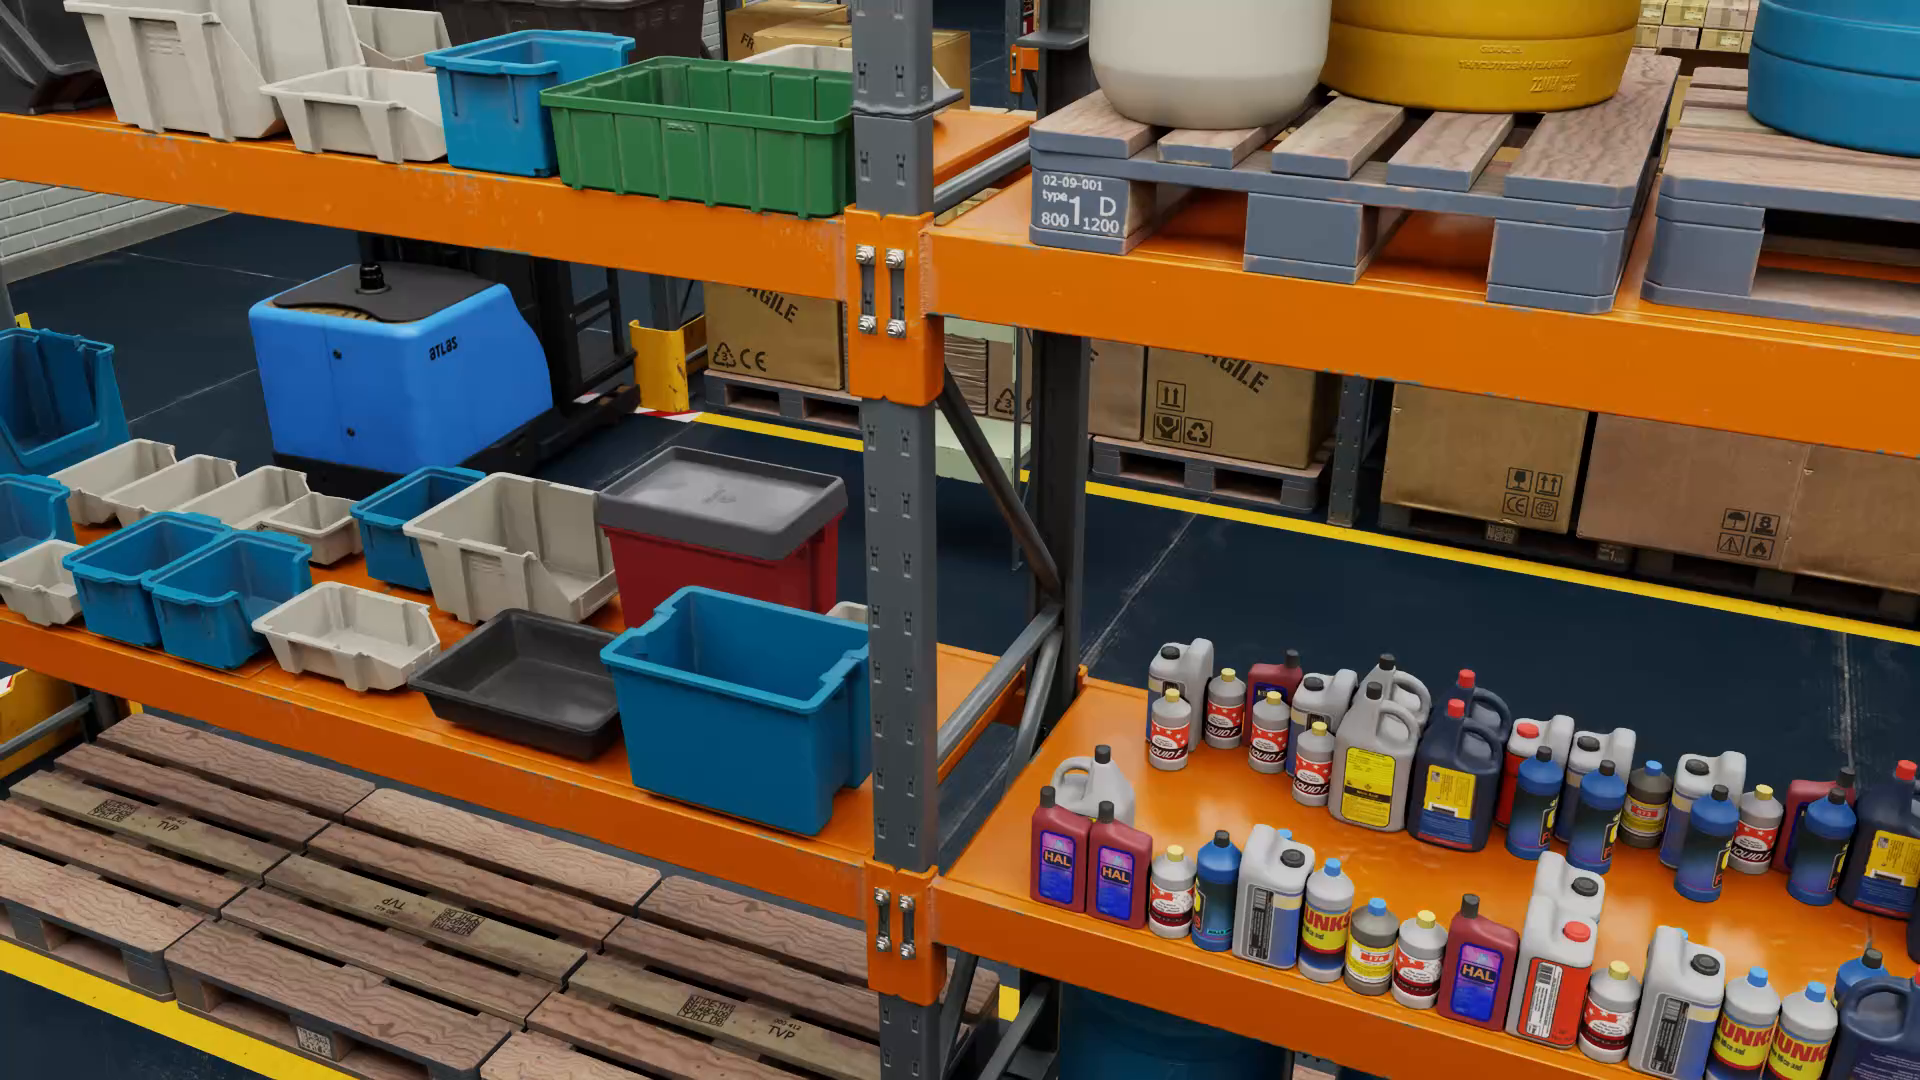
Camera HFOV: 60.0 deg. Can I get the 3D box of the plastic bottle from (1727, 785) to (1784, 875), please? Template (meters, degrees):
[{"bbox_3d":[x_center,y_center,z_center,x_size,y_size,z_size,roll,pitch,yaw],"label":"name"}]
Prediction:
[{"bbox_3d":[1.800,0.647,3.764,0.097,0.201,0.097,0,26,0],"label":"plastic bottle"}]

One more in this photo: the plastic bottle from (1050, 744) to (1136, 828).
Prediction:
[{"bbox_3d":[0.288,0.604,3.683,0.185,0.351,0.144,11,28,22],"label":"plastic bottle"}]

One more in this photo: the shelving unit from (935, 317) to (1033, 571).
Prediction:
[{"bbox_3d":[0.006,-0.672,7.916,0.755,1.500,0.431,11,28,22],"label":"shelving unit"}]

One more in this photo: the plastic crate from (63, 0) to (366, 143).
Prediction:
[{"bbox_3d":[-1.687,-1.115,3.856,0.530,0.282,0.437,11,28,22],"label":"plastic crate"}]

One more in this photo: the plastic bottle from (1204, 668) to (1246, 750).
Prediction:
[{"bbox_3d":[0.674,0.421,4.223,0.097,0.201,0.097,0,26,0],"label":"plastic bottle"}]

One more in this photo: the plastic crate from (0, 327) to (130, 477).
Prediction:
[{"bbox_3d":[-3.194,-0.408,5.575,0.499,0.435,0.616,11,28,22],"label":"plastic crate"}]

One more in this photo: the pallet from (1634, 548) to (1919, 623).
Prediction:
[{"bbox_3d":[3.963,-0.027,8.066,1.213,0.211,1.003,11,28,22],"label":"pallet"}]

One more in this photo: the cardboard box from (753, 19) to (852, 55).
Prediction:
[{"bbox_3d":[-0.746,-2.458,8.830,0.500,0.500,0.500,11,28,21],"label":"cardboard box"}]

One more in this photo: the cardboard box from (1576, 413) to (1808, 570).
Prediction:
[{"bbox_3d":[3.520,-0.575,7.951,0.875,0.875,1.225,10,28,20],"label":"cardboard box"}]

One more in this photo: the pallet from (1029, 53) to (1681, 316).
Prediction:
[{"bbox_3d":[0.819,-0.777,3.250,1.003,0.211,1.213,11,28,22],"label":"pallet"}]

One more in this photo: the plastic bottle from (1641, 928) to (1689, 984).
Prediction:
[{"bbox_3d":[1.417,0.865,3.322,0.097,0.201,0.097,0,26,0],"label":"plastic bottle"}]

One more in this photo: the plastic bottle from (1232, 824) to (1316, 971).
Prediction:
[{"bbox_3d":[0.662,0.740,3.491,0.135,0.276,0.152,11,28,22],"label":"plastic bottle"}]

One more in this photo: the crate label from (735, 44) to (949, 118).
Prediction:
[{"bbox_3d":[-0.261,-1.053,3.896,0.466,0.136,0.293,11,28,22],"label":"crate label"}]

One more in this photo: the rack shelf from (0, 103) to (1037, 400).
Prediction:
[{"bbox_3d":[-1.756,-1.009,4.321,4.000,0.370,1.077,11,28,22],"label":"rack shelf"}]

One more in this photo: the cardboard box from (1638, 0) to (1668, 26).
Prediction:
[{"bbox_3d":[4.685,-3.624,11.351,0.250,0.149,0.380,12,29,23],"label":"cardboard box"}]

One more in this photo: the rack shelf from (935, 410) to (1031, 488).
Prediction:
[{"bbox_3d":[0.006,-0.379,8.060,0.720,0.370,0.431,11,28,22],"label":"rack shelf"}]

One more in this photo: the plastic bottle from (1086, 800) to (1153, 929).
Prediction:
[{"bbox_3d":[0.344,0.695,3.574,0.133,0.283,0.061,11,28,22],"label":"plastic bottle"}]

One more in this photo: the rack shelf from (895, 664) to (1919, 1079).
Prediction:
[{"bbox_3d":[1.886,1.068,3.498,4.000,0.370,1.077,11,28,22],"label":"rack shelf"}]

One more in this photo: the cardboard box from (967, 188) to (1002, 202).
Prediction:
[{"bbox_3d":[0.208,-1.934,8.615,0.500,0.250,0.500,11,28,21],"label":"cardboard box"}]

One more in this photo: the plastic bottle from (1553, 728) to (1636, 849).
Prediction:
[{"bbox_3d":[1.472,0.561,3.854,0.135,0.276,0.152,11,28,22],"label":"plastic bottle"}]

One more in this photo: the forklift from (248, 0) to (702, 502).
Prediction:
[{"bbox_3d":[-2.522,-2.030,9.056,1.130,2.935,3.031,10,28,19],"label":"forklift"}]

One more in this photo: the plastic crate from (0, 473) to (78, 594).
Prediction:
[{"bbox_3d":[-2.889,-0.005,4.986,0.300,0.233,0.416,11,28,22],"label":"plastic crate"}]

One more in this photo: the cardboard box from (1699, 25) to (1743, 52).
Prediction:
[{"bbox_3d":[5.137,-3.399,11.229,0.250,0.149,0.380,10,28,20],"label":"cardboard box"}]

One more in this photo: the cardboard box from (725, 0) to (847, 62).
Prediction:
[{"bbox_3d":[-0.974,-2.762,9.448,0.500,0.500,0.500,12,29,22],"label":"cardboard box"}]

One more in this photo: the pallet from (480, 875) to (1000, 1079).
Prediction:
[{"bbox_3d":[-0.620,1.512,4.939,1.213,0.211,1.003,11,28,22],"label":"pallet"}]

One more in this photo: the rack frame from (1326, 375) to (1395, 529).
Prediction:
[{"bbox_3d":[2.115,-1.611,8.127,0.127,3.000,1.000,11,28,22],"label":"rack frame"}]

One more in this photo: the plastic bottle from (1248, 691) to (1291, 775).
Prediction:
[{"bbox_3d":[0.771,0.470,4.124,0.097,0.201,0.097,0,26,0],"label":"plastic bottle"}]

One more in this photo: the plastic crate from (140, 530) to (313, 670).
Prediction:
[{"bbox_3d":[-2.016,0.170,4.630,0.300,0.233,0.416,11,28,22],"label":"plastic crate"}]

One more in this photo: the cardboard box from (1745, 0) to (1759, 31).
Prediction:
[{"bbox_3d":[5.377,-3.483,11.065,0.250,0.149,0.380,11,28,21],"label":"cardboard box"}]

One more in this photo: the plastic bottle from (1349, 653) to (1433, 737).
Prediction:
[{"bbox_3d":[1.037,0.439,4.019,0.185,0.351,0.144,11,28,22],"label":"plastic bottle"}]

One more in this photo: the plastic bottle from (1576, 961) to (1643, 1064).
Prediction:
[{"bbox_3d":[1.266,0.909,3.234,0.097,0.201,0.097,0,26,0],"label":"plastic bottle"}]

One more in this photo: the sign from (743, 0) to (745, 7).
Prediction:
[{"bbox_3d":[-1.289,-3.184,9.743,0.005,0.325,0.100,11,28,22],"label":"sign"}]

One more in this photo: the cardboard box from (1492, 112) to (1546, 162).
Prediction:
[{"bbox_3d":[2.700,-1.993,7.653,0.637,0.503,0.797,11,28,20],"label":"cardboard box"}]

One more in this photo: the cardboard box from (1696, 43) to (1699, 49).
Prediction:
[{"bbox_3d":[4.909,-3.310,11.387,0.250,0.149,0.380,12,28,22],"label":"cardboard box"}]

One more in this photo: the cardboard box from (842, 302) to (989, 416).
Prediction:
[{"bbox_3d":[-0.082,-1.327,9.479,0.875,0.875,0.875,11,28,22],"label":"cardboard box"}]

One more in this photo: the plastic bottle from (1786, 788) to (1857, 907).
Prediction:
[{"bbox_3d":[1.896,0.665,3.649,0.097,0.271,0.097,0,26,0],"label":"plastic bottle"}]

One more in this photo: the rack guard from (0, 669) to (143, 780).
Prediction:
[{"bbox_3d":[-3.604,0.771,6.118,0.348,0.500,1.175,11,28,22],"label":"rack guard"}]

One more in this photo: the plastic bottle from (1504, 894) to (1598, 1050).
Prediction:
[{"bbox_3d":[1.171,0.843,3.283,0.135,0.276,0.152,11,28,22],"label":"plastic bottle"}]

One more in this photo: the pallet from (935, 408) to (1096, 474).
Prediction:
[{"bbox_3d":[0.341,-0.753,9.541,1.213,0.211,1.003,11,28,22],"label":"pallet"}]

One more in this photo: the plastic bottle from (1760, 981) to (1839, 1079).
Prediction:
[{"bbox_3d":[1.565,0.937,3.096,0.097,0.271,0.097,0,26,0],"label":"plastic bottle"}]

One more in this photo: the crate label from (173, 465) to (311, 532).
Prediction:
[{"bbox_3d":[-2.238,-0.084,5.255,0.243,0.136,0.396,11,28,22],"label":"crate label"}]

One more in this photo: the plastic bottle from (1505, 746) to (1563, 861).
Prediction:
[{"bbox_3d":[1.314,0.592,3.796,0.097,0.271,0.097,0,26,0],"label":"plastic bottle"}]

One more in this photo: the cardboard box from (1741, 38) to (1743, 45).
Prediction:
[{"bbox_3d":[5.650,-3.482,11.735,0.250,0.149,0.380,10,28,20],"label":"cardboard box"}]

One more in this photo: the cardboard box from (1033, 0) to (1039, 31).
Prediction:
[{"bbox_3d":[0.913,-4.304,13.146,0.500,0.500,0.500,13,29,24],"label":"cardboard box"}]

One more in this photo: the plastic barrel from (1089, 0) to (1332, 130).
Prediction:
[{"bbox_3d":[0.440,-1.018,2.897,0.433,0.535,0.433,0,26,0],"label":"plastic barrel"}]

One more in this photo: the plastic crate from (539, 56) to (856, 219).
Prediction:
[{"bbox_3d":[-0.446,-0.827,3.377,0.662,0.188,0.450,11,28,22],"label":"plastic crate"}]

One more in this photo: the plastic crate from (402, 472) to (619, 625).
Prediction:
[{"bbox_3d":[-1.249,0.053,4.813,0.530,0.282,0.437,11,28,22],"label":"plastic crate"}]

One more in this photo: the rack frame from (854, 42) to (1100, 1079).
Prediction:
[{"bbox_3d":[0.065,0.380,4.082,0.127,3.000,1.000,11,28,22],"label":"rack frame"}]

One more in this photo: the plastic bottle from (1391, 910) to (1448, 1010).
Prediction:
[{"bbox_3d":[0.933,0.842,3.369,0.097,0.201,0.097,0,26,0],"label":"plastic bottle"}]
